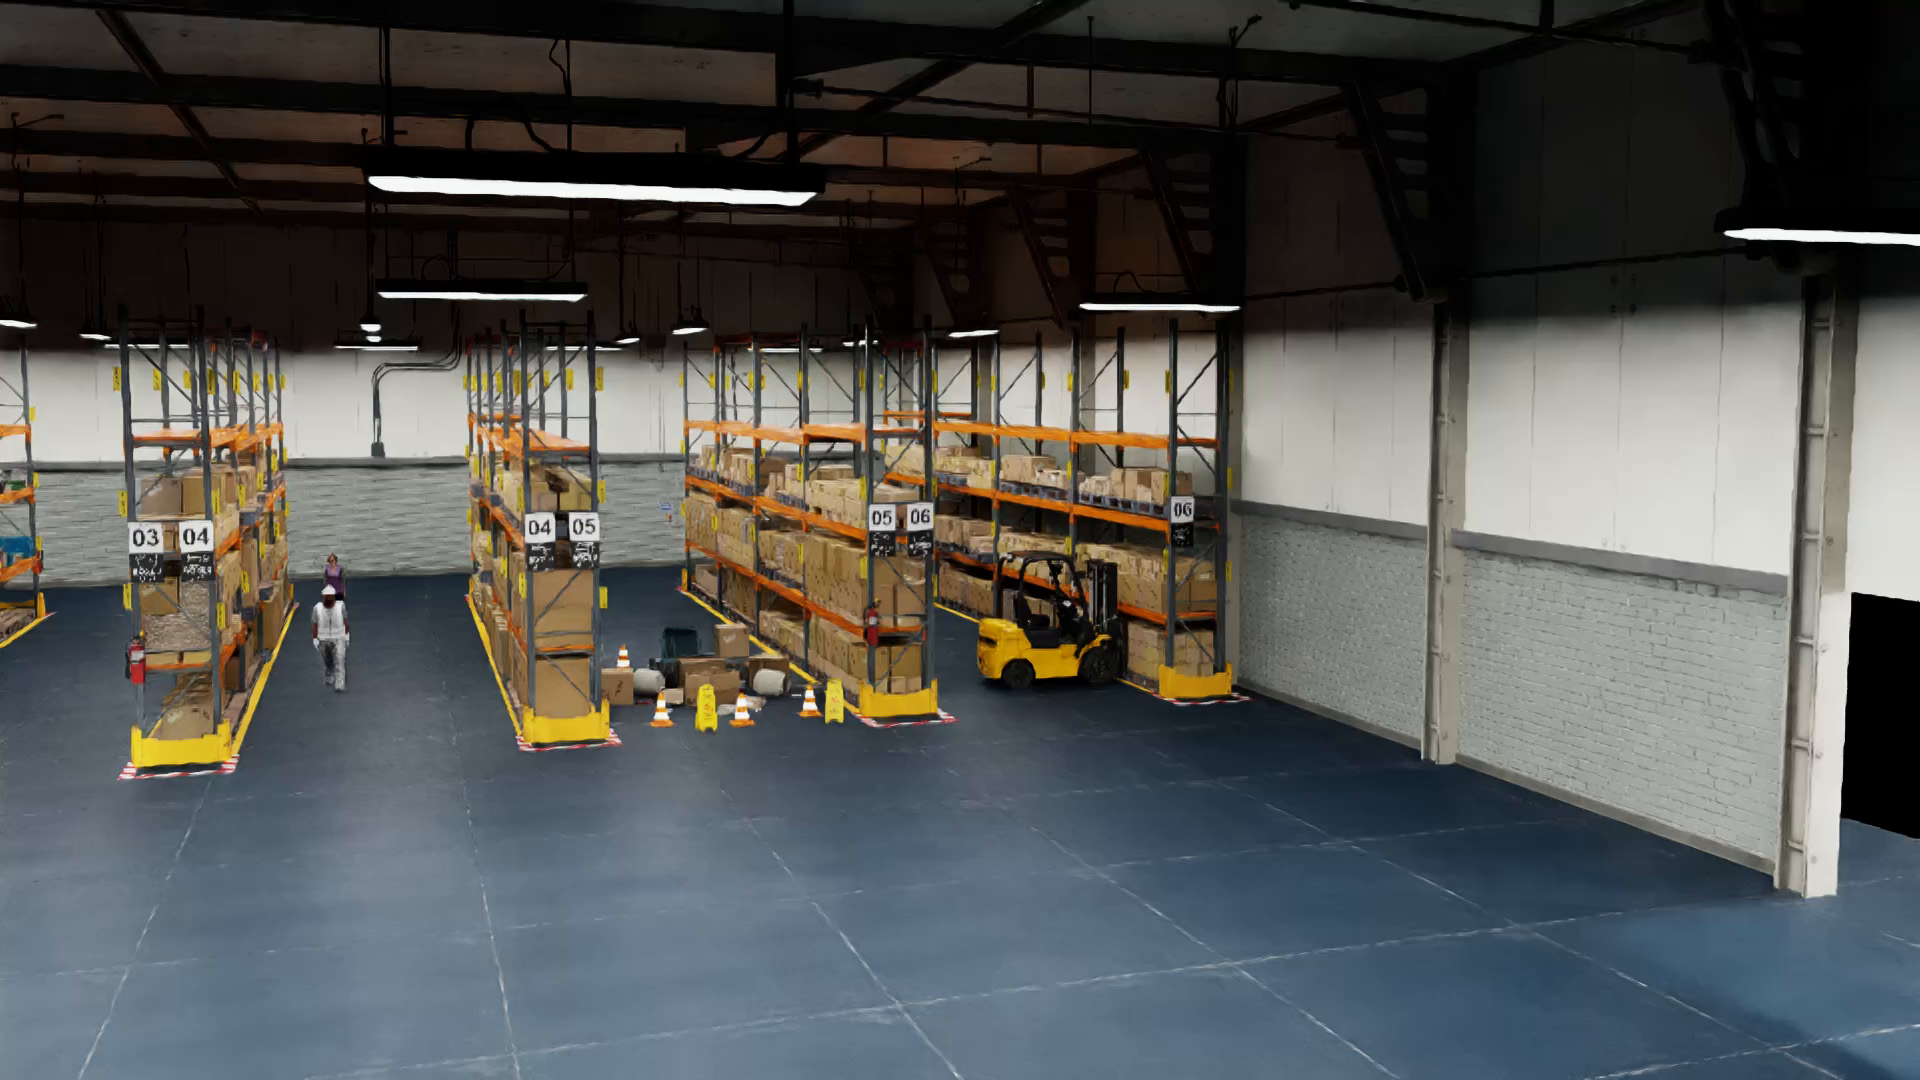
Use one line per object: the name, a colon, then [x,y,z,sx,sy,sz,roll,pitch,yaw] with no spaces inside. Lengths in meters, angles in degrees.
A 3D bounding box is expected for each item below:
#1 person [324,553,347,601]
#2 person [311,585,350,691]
person: [-12.670,1.028,33.743,0.430,1.539,0.949,-2,6,-20]
person: [-10.240,1.577,27.040,0.562,1.706,1.122,-2,6,-17]
